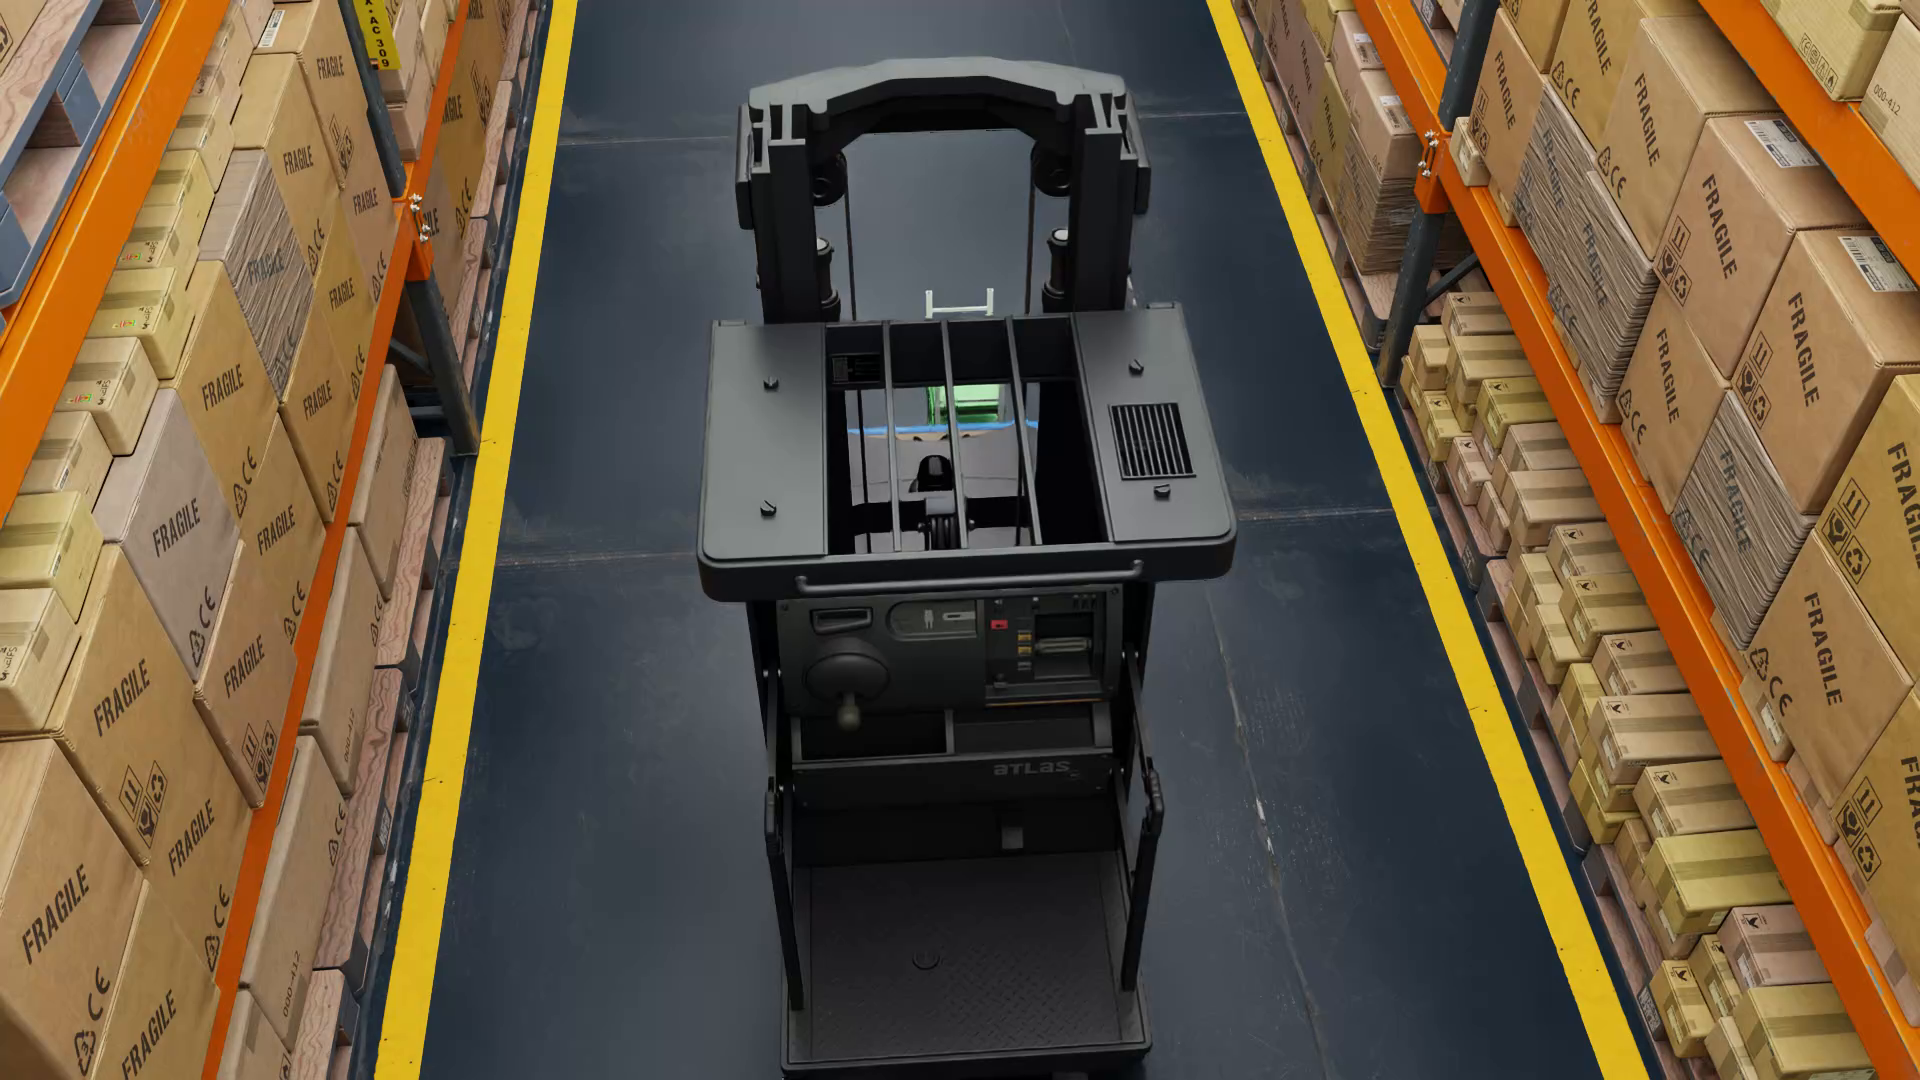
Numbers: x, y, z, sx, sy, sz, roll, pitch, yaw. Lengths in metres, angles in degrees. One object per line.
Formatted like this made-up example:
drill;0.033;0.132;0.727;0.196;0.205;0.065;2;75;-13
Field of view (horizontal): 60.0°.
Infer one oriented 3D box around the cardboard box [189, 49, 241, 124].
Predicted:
cardboard box;-2.249;-1.237;4.651;0.380;0.149;0.250;-4;47;-4

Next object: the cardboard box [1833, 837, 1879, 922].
cardboard box;2.411;0.806;4.094;0.380;0.149;0.250;-4;47;-3

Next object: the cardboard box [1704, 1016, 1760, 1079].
cardboard box;2.374;1.489;4.743;0.380;0.149;0.250;-5;47;-4

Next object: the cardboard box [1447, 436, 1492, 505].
cardboard box;2.173;-0.286;6.629;0.380;0.149;0.250;-4;47;-3

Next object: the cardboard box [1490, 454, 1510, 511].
cardboard box;2.266;-0.211;6.353;0.380;0.149;0.250;-6;47;-5

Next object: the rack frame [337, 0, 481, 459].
rack frame;-2.556;-1.400;6.010;1.000;3.000;0.127;-3;47;-3

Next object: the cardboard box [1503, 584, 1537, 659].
cardboard box;2.227;0.282;6.092;0.380;0.149;0.250;-5;47;-4

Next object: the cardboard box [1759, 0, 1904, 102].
cardboard box;2.259;-1.284;3.938;0.500;0.250;0.500;-2;47;-2

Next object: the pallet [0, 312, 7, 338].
pallet;-2.294;-0.043;2.720;1.003;0.211;1.213;-3;47;-3

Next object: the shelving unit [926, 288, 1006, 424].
shelving unit;0.015;-0.300;6.207;0.258;1.200;0.503;-3;47;-3

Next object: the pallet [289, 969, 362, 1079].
pallet;-2.366;1.879;4.825;1.003;0.211;1.213;-3;47;-3

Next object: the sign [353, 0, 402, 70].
sign;-2.003;-1.759;5.700;0.100;0.325;0.005;-3;47;-3

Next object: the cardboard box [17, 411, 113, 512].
cardboard box;-2.090;-0.137;3.610;0.380;0.149;0.250;-3;47;-3

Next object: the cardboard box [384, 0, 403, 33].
cardboard box;-2.307;-2.114;5.928;0.500;0.500;0.500;-3;47;-3

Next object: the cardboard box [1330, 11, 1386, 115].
cardboard box;2.024;-2.213;7.695;0.500;0.250;0.500;-1;47;-1

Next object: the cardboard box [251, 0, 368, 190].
cardboard box;-2.241;-1.453;5.303;0.500;0.500;0.500;-4;47;-4

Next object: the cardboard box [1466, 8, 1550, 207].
cardboard box;2.158;-1.537;5.866;0.500;0.500;0.500;-4;47;-4

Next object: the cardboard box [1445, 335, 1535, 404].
cardboard box;2.154;-0.678;6.590;0.380;0.149;0.250;-1;47;-1

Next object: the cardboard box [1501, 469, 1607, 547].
cardboard box;2.209;-0.121;6.063;0.380;0.149;0.250;-3;47;-2

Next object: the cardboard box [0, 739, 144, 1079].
cardboard box;-1.978;0.752;3.215;0.500;0.500;0.500;-4;47;-4

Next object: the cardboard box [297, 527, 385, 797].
cardboard box;-2.535;0.445;5.738;0.875;0.438;0.875;-5;47;-4

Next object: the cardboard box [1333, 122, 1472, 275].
cardboard box;2.055;-1.579;7.612;0.500;0.500;0.500;-4;47;-4

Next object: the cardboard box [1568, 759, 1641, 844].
cardboard box;2.275;0.853;5.550;0.380;0.149;0.250;-5;47;-5

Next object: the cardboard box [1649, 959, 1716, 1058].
cardboard box;2.329;1.408;5.025;0.380;0.149;0.250;-2;47;-2

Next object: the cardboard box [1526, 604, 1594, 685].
cardboard box;2.219;0.356;5.817;0.380;0.149;0.250;-3;47;-3

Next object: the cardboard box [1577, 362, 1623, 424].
cardboard box;2.224;-0.513;5.343;0.380;0.149;0.250;-2;47;-2

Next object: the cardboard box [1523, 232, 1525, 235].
cardboard box;2.236;-1.090;5.890;0.380;0.149;0.250;-5;47;-5

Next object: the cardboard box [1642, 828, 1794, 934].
cardboard box;2.294;1.019;4.983;0.380;0.149;0.250;-4;47;-4

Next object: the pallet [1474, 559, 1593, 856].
pallet;2.565;0.554;6.080;1.003;0.211;1.213;-3;47;-3

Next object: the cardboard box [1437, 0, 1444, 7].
cardboard box;2.115;-2.295;6.741;0.380;0.149;0.250;-3;47;-3

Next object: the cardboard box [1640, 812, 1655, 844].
cardboard box;2.409;0.913;5.289;0.380;0.149;0.250;-4;47;-4

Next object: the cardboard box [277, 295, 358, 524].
cardboard box;-2.157;-0.379;4.974;0.500;0.500;0.500;-4;47;-4

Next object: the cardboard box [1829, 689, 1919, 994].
cardboard box;2.409;0.674;3.772;0.500;0.500;0.500;-3;47;-2

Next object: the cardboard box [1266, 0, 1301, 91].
cardboard box;1.931;-2.691;8.665;0.500;0.500;0.500;-5;47;-4

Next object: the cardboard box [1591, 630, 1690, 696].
cardboard box;2.346;0.440;5.532;0.380;0.149;0.250;-5;47;-5

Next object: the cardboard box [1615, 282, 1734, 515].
cardboard box;2.287;-0.426;4.814;0.500;0.500;0.500;-1;47;-1

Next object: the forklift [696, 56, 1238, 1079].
forklift;-0.008;0.401;4.351;1.130;2.935;3.031;-3;47;-3

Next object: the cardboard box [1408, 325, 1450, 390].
cardboard box;2.079;-0.758;6.872;0.380;0.149;0.250;-2;47;-1

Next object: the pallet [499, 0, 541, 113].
pallet;-2.900;-2.760;9.218;1.003;0.211;1.213;-3;47;-3

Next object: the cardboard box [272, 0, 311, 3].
cardboard box;-2.213;-1.797;5.182;0.380;0.149;0.250;-4;47;-4

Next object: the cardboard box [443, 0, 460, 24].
cardboard box;-2.402;-2.429;7.087;0.500;0.250;0.500;-4;47;-4

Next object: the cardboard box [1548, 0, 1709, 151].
cardboard box;2.222;-1.539;5.179;0.500;0.500;0.500;-5;47;-4

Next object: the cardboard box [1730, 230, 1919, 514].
cardboard box;2.322;-0.418;4.118;0.500;0.500;0.500;-1;47;-1

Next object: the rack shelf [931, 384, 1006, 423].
rack shelf;0.015;-0.586;5.905;0.258;0.148;0.480;-3;47;-3

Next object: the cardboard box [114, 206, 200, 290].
cardboard box;-2.134;-0.692;4.135;0.380;0.149;0.250;-3;47;-3

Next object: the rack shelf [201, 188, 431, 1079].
rack shelf;-2.389;0.295;4.900;1.077;0.370;4.000;-3;47;-3

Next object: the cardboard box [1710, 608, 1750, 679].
cardboard box;2.337;0.250;4.621;0.380;0.149;0.250;-5;47;-5

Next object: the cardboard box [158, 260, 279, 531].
cardboard box;-2.121;-0.355;4.262;0.500;0.500;0.500;-3;47;-3

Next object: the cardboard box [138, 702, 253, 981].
cardboard box;-2.046;0.731;3.923;0.500;0.500;0.500;-4;47;-4

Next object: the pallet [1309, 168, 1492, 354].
pallet;2.301;-1.378;7.910;1.003;0.211;1.213;-3;47;-3

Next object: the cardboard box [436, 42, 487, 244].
cardboard box;-2.771;-1.910;7.667;0.875;0.875;0.875;-2;47;-2
